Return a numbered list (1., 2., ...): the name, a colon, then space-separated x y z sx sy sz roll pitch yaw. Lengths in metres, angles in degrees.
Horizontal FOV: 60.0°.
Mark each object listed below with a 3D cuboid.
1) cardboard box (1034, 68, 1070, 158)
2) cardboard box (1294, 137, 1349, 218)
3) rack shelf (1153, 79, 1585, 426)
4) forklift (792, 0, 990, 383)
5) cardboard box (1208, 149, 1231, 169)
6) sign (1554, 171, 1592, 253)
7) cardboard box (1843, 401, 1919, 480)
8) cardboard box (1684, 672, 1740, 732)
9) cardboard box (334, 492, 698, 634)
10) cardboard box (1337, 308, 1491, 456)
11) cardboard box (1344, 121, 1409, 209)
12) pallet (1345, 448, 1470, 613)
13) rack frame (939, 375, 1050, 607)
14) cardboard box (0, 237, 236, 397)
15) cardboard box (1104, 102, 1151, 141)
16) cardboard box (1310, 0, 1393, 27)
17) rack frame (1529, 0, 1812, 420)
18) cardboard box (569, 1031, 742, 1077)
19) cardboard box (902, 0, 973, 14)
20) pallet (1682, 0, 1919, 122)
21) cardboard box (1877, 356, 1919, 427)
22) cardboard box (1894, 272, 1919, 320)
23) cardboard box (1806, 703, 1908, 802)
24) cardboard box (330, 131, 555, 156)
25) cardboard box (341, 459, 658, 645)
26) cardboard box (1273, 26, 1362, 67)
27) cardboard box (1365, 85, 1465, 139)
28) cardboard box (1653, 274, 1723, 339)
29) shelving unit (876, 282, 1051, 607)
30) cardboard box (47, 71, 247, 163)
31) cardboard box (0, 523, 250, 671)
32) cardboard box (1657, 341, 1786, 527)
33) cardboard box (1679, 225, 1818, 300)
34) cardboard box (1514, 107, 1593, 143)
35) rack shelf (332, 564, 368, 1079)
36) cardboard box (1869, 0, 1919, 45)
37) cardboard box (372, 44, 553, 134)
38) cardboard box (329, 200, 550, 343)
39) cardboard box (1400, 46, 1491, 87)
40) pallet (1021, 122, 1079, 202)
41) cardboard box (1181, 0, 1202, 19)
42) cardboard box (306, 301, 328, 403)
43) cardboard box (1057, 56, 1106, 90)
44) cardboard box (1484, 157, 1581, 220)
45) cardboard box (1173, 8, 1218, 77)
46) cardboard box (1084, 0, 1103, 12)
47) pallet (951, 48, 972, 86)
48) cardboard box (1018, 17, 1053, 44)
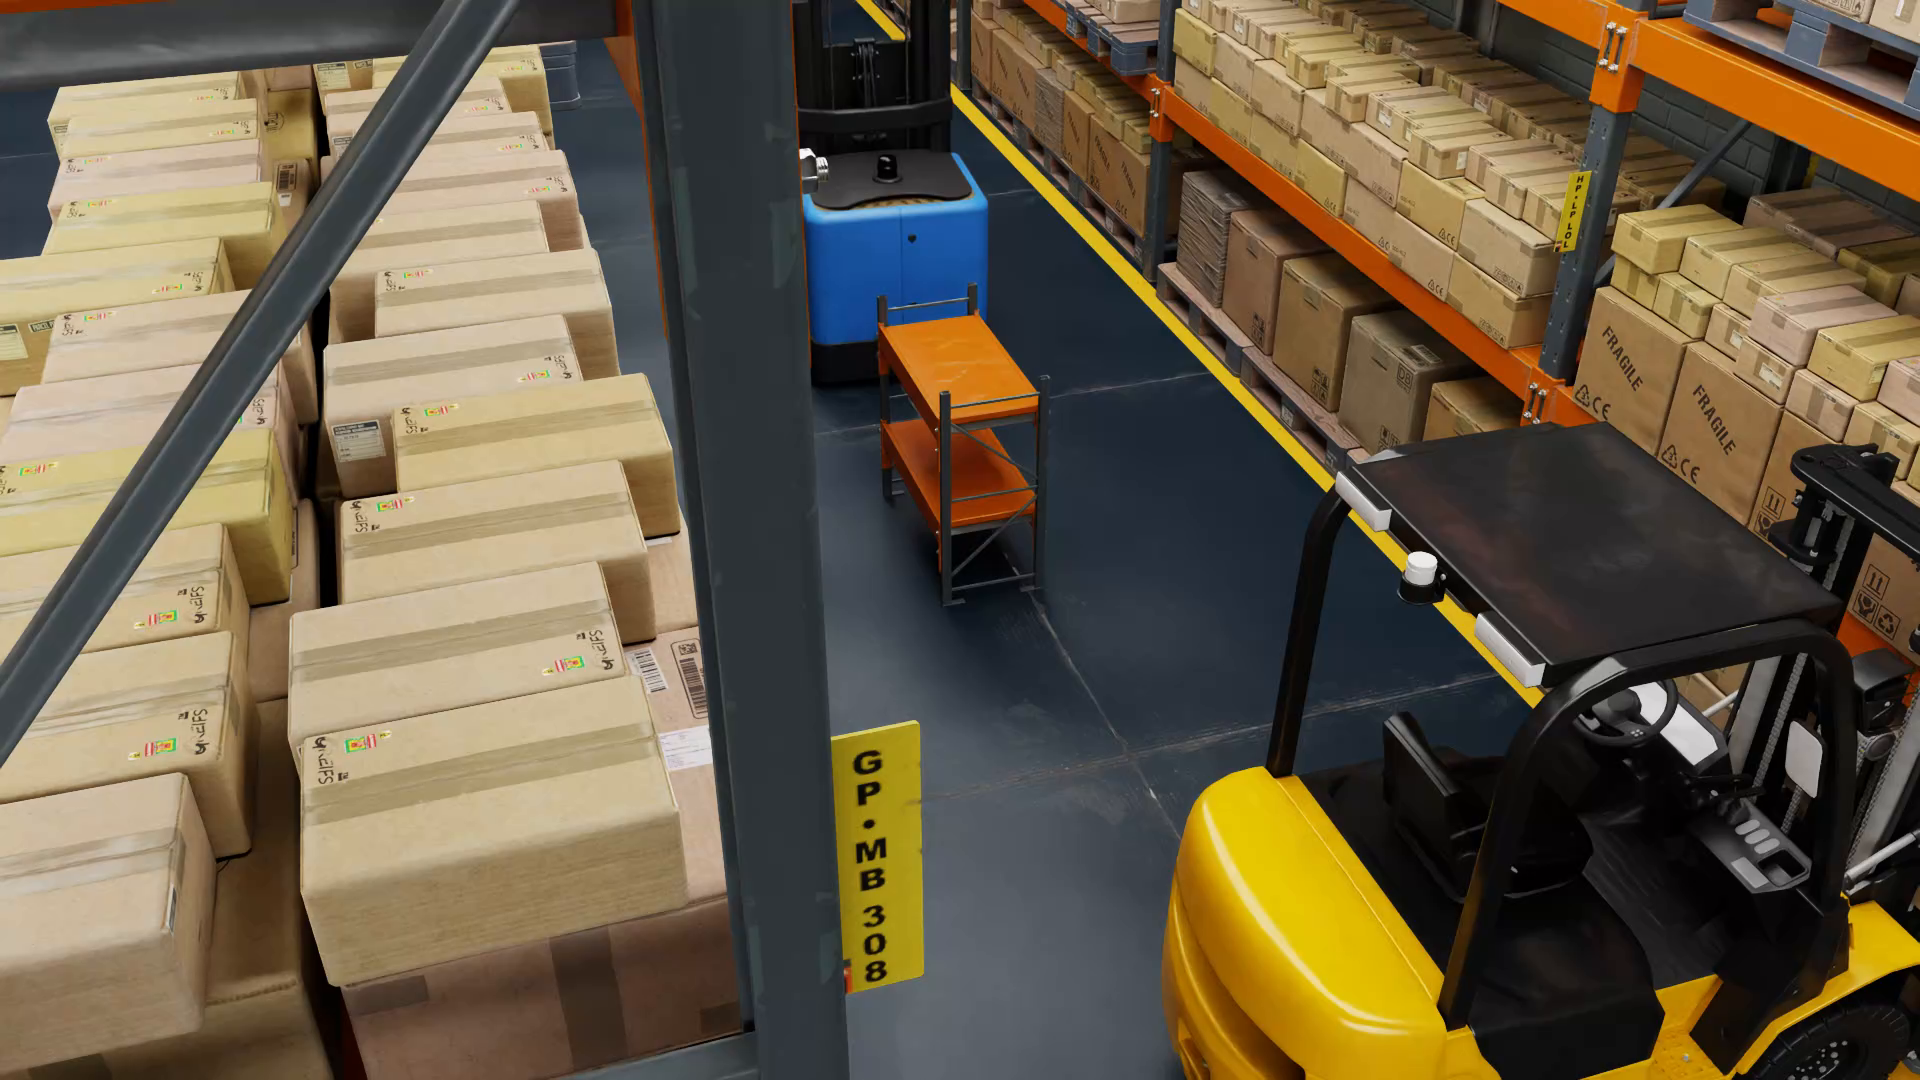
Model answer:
1. cardboard box: 0.870 -3.151 12.184 0.500 0.500 0.500 -11 35 -16
2. cardboard box: 2.057 -1.881 8.512 0.500 0.250 0.500 -9 34 -13
3. rack shelf: 2.295 -1.674 8.716 1.077 0.370 4.000 -10 35 -15
4. forklift: -0.651 -2.925 10.018 1.130 2.935 3.031 -7 34 -11
5. cardboard box: 1.823 -2.425 11.086 0.500 0.500 0.500 -9 34 -13
6. sign: 2.391 -1.278 6.485 0.100 0.325 0.005 -10 35 -15
7. cardboard box: 3.115 -0.348 5.377 0.380 0.149 0.250 -11 35 -16
8. cardboard box: 3.057 0.675 6.168 0.500 0.250 0.500 -10 35 -15
9. cardboard box: -0.645 0.125 2.486 0.500 0.250 0.500 -11 35 -15
10. cardboard box: 2.506 -0.790 8.497 0.875 0.625 0.625 -10 35 -15
11. cardboard box: 2.198 -1.824 7.971 0.500 0.250 0.500 -9 35 -14
12. pallet: 2.643 -0.141 8.272 1.003 0.211 1.213 -10 35 -15
13. rack frame: 0.153 -0.206 7.541 0.500 1.125 0.032 -10 35 -15
14. cardboard box: -1.485 -0.394 2.910 0.380 0.149 0.250 -9 35 -14
15. cardboard box: 1.180 -2.782 11.038 0.380 0.149 0.250 -12 35 -17
16. cardboard box: 2.184 -2.935 9.292 0.380 0.149 0.250 -10 35 -15
17. rack frame: 2.905 -0.924 6.928 1.000 3.000 0.127 -10 35 -15
18. cardboard box: -0.393 0.637 2.072 0.380 0.149 0.250 -10 35 -15
19. cardboard box: -0.119 -5.020 15.012 0.700 0.500 0.500 -11 35 -17
20. pallet: 3.190 -1.695 5.455 1.003 0.211 1.213 -10 35 -15
21. cardboard box: 3.188 -0.481 5.308 0.380 0.149 0.250 -10 35 -15
22. cardboard box: 3.557 -0.848 5.863 0.380 0.149 0.250 -11 35 -16
23. cardboard box: 3.216 0.743 5.610 0.500 0.250 0.500 -11 35 -16
24. cardboard box: -1.275 -0.949 4.111 0.500 0.250 0.500 -11 35 -16
25. cardboard box: -0.624 0.041 2.251 0.380 0.149 0.250 -10 35 -15
26. cardboard box: 1.884 -2.587 8.766 0.380 0.149 0.250 -10 35 -14
27. cardboard box: 2.172 -2.045 7.944 0.380 0.149 0.250 -10 35 -14
28. cardboard box: 2.832 -0.889 6.196 0.380 0.149 0.250 -9 35 -14
29. shelving unit: -0.002 -0.473 7.945 0.538 1.125 1.048 -10 35 -15
30. cardboard box: -1.802 -0.933 3.724 0.380 0.149 0.250 -10 35 -15
31. cardboard box: -1.122 0.132 2.113 0.380 0.149 0.250 -10 35 -15
32. cardboard box: 2.967 -0.419 6.072 0.500 0.500 0.500 -9 35 -14
33. cardboard box: 2.903 -1.024 6.131 0.380 0.149 0.250 -9 35 -14
34. cardboard box: 2.797 -1.869 7.679 0.380 0.149 0.250 -10 35 -15
35. rack shelf: -1.211 0.011 3.444 1.077 0.370 4.000 -10 35 -15
36. cardboard box: 2.987 -1.598 4.983 0.380 0.149 0.250 -9 35 -13
37. cardboard box: -1.166 -1.048 3.899 0.380 0.149 0.250 -9 35 -13
38. cardboard box: -0.949 -0.492 3.058 0.380 0.149 0.250 -9 35 -14
39. cardboard box: 2.464 -2.397 8.478 0.380 0.149 0.250 -9 35 -13
40. pallet: 1.125 -2.899 12.446 1.003 0.211 1.213 -10 35 -15
41. cardboard box: 1.502 -3.120 9.572 0.380 0.149 0.250 -9 35 -13
42. cardboard box: -1.485 -0.325 3.166 0.500 0.250 0.500 -10 35 -14
43. cardboard box: 0.915 -3.345 11.890 0.380 0.149 0.250 -12 35 -17
44. cardboard box: 2.494 -1.511 7.137 0.380 0.149 0.250 -11 35 -15
45. cardboard box: 1.564 -2.892 9.589 0.500 0.250 0.500 -10 35 -15
46. cardboard box: 1.055 -3.637 10.788 0.500 0.250 0.500 -12 35 -17
47. pallet: 0.256 -4.322 14.599 1.003 0.211 1.213 -10 35 -15
48. cardboard box: 0.665 -3.888 12.711 0.380 0.149 0.250 -11 35 -16
